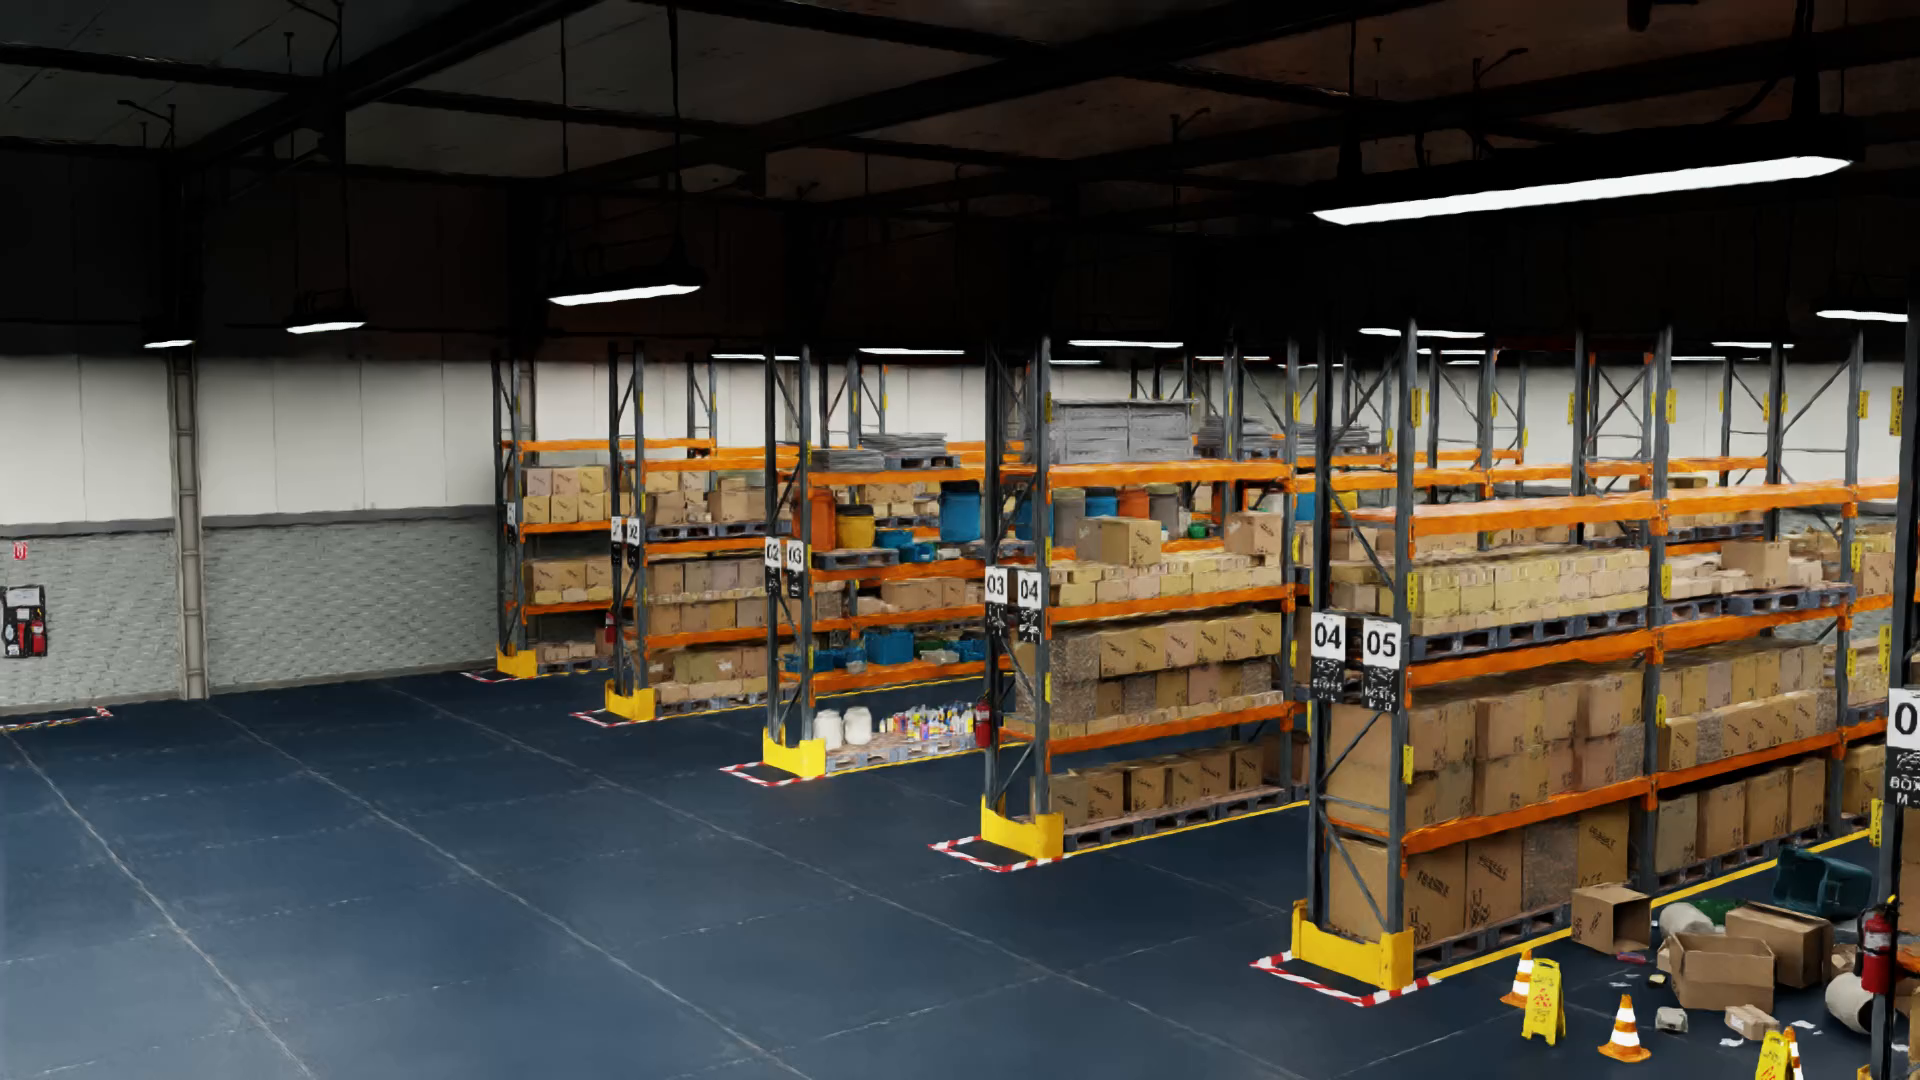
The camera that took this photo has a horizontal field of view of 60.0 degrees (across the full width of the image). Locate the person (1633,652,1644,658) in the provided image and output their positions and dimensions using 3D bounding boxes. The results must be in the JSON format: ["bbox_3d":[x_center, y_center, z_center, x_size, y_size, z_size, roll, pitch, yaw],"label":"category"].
[{"bbox_3d":[9.408,2.341,22.953,1.019,1.612,0.453,-4,6,-38],"label":"person"}]

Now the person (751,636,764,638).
[{"bbox_3d":[-3.655,1.756,30.044,1.036,1.517,0.417,-3,6,-34],"label":"person"}]
